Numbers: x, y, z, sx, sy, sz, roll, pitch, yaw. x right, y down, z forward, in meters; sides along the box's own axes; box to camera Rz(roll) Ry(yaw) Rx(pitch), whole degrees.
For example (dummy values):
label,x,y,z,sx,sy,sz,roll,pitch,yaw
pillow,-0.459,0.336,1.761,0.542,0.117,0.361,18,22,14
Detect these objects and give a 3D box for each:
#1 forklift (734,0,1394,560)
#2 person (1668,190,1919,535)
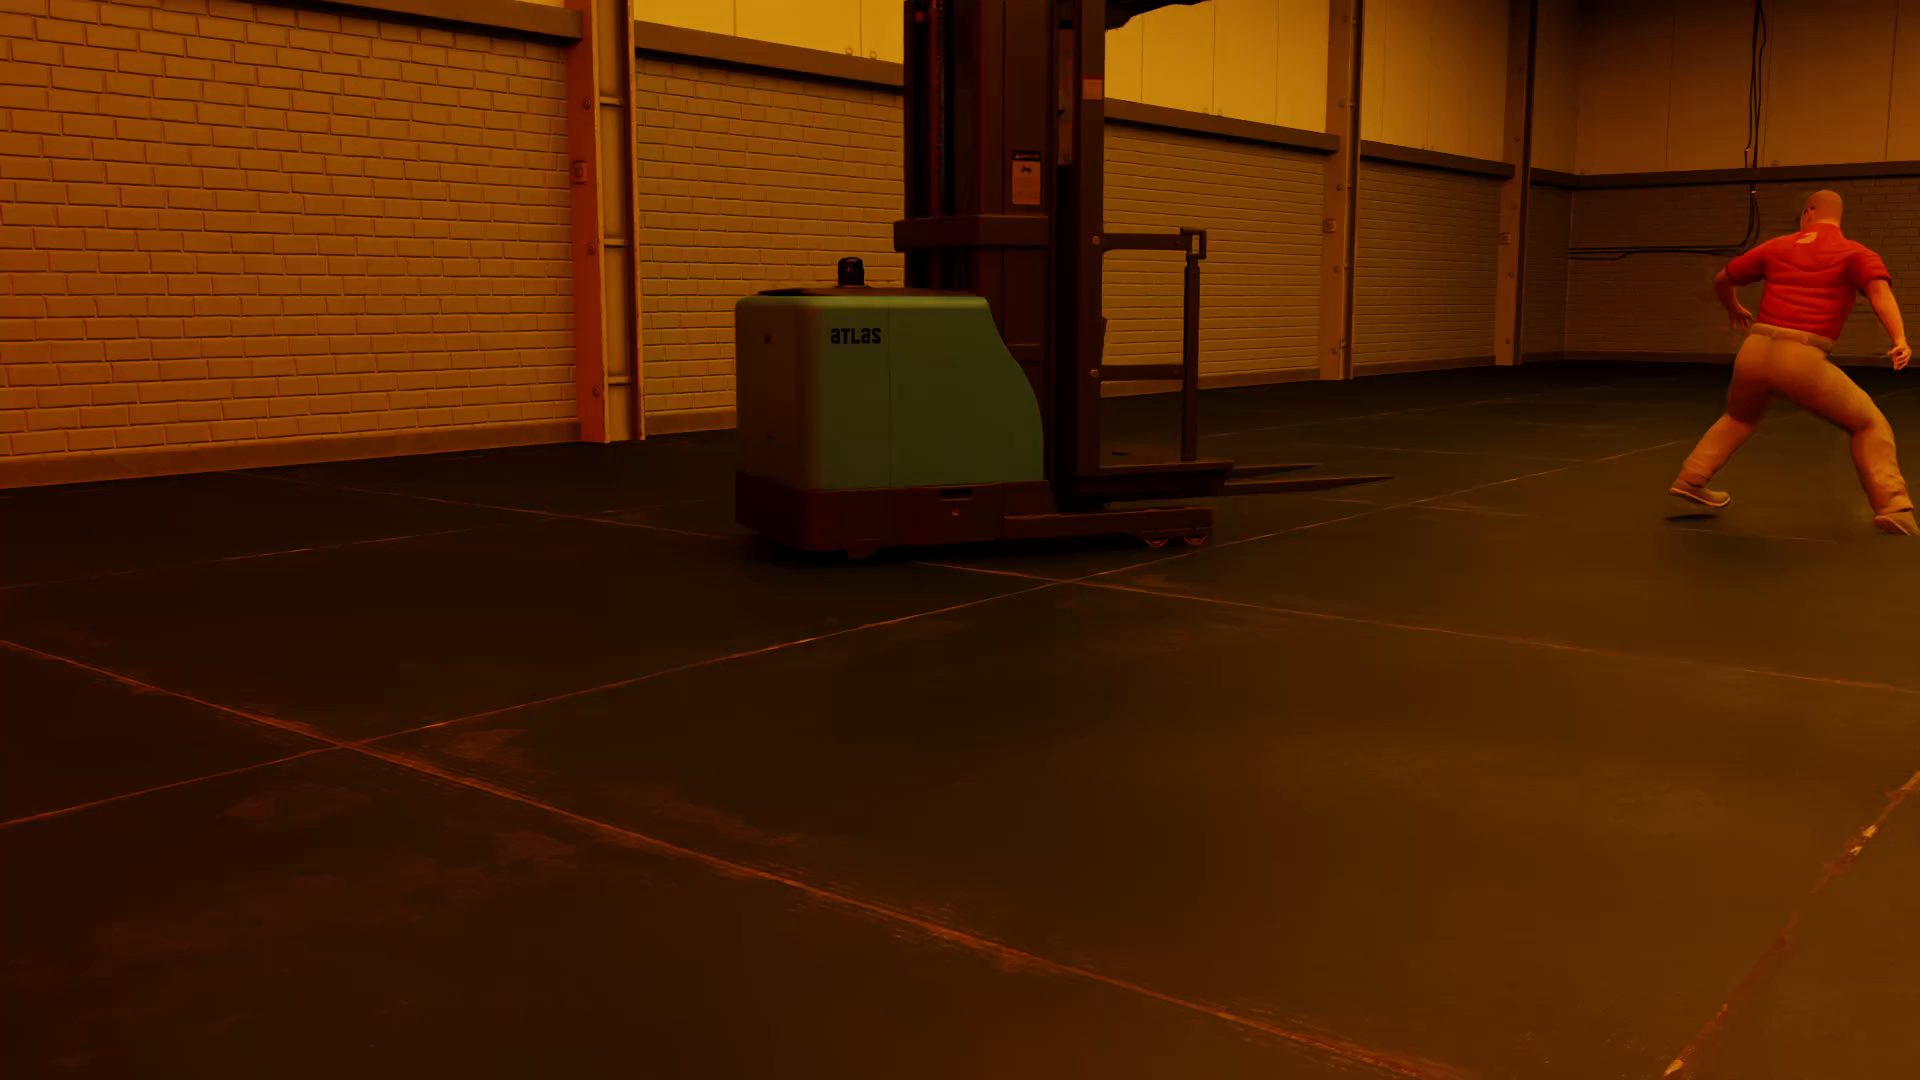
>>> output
label,x,y,z,sx,sy,sz,roll,pitch,yaw
forklift,0.556,-1.488,7.450,3.031,2.935,1.130,-4,9,-24
person,3.997,-0.789,7.815,0.565,1.692,1.120,-5,10,-32
